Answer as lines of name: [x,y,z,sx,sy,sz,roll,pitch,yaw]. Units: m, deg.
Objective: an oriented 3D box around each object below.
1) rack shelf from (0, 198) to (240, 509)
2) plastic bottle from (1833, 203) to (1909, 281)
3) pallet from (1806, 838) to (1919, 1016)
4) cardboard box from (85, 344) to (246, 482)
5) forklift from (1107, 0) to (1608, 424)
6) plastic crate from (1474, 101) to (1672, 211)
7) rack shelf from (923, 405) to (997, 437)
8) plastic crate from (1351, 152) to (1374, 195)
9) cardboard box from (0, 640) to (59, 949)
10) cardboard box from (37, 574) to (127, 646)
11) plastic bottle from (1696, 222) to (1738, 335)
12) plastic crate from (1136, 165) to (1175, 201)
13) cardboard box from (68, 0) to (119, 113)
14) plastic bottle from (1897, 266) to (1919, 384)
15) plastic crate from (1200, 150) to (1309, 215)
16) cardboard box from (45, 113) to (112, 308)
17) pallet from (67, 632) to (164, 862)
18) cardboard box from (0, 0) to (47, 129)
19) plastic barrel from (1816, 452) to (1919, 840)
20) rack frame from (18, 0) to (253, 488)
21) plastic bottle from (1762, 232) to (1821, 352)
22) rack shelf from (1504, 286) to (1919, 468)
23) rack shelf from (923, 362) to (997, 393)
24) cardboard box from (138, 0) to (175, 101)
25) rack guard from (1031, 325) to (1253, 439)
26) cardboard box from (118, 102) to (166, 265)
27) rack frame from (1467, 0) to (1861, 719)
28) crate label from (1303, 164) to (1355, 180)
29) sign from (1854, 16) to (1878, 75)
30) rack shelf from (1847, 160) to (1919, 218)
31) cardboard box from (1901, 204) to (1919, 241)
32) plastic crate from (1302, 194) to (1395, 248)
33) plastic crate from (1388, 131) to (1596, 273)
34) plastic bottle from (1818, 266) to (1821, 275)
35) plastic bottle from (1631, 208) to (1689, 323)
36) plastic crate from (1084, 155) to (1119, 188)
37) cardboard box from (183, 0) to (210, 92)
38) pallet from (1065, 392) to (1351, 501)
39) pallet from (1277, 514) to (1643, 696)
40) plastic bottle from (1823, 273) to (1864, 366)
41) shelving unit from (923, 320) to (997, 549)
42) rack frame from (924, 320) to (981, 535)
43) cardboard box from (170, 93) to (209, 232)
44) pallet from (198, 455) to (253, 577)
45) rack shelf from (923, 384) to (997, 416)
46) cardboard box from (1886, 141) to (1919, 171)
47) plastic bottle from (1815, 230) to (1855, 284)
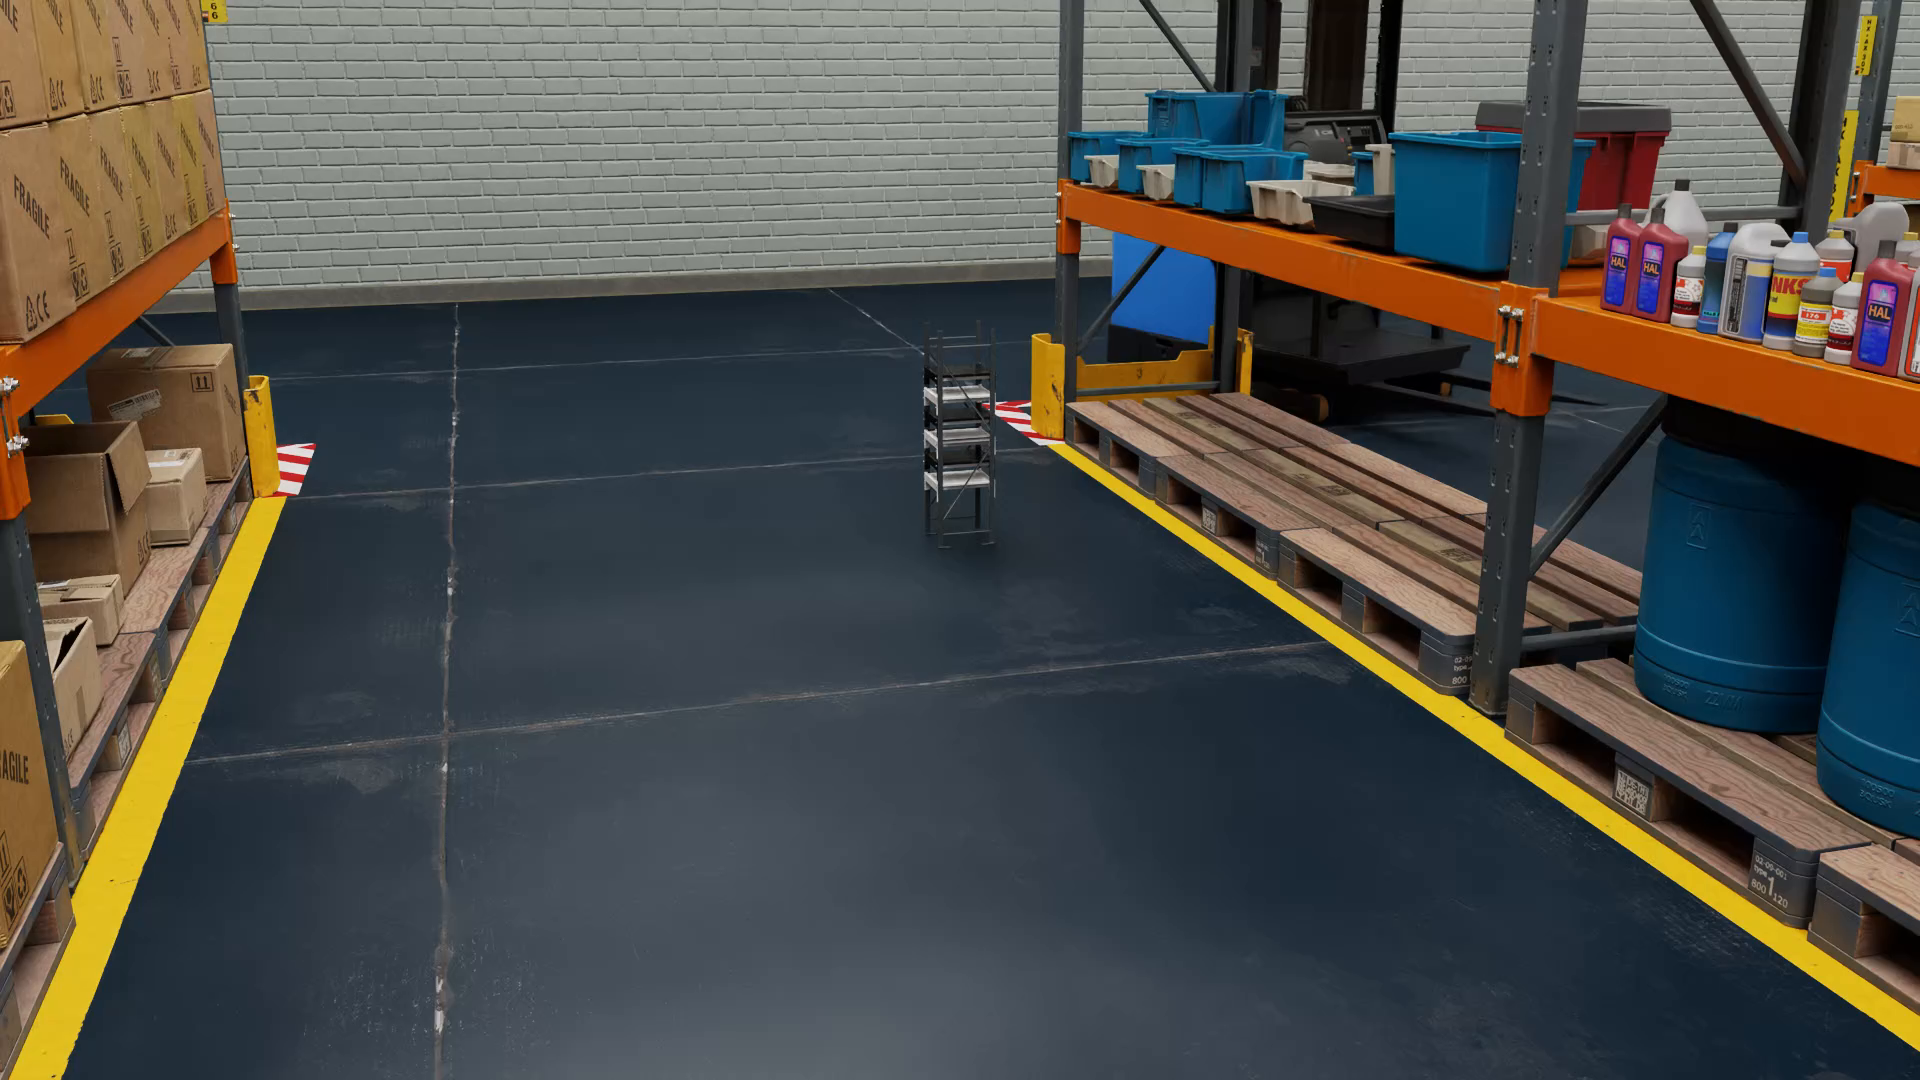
rack shelf: [-3.220,-0.760,5.518,1.077,0.370,4.000,-5,17,-15]
plastic bottle: [2.513,-0.799,4.613,0.152,0.276,0.135,-5,17,-15]
pallet: [2.604,0.949,3.427,1.003,0.211,1.213,-5,17,-15]
cardboard box: [-3.383,-0.540,7.117,0.500,0.500,0.500,-5,17,-15]
forklift: [2.177,-2.192,9.154,1.130,2.935,3.031,-11,20,-33]
plastic crate: [2.089,-1.268,5.744,0.402,0.464,0.583,-5,17,-15]
rack shelf: [-0.002,-0.488,6.814,0.258,0.077,0.200,-5,17,-15]
plastic crate: [1.805,-1.449,6.748,0.416,0.233,0.300,-5,17,-15]
cardboard box: [-2.259,0.549,3.490,0.500,0.500,0.500,-5,17,-16]
cardboard box: [-2.825,0.223,5.155,0.380,0.166,0.250,-5,17,-15]
plastic bottle: [1.897,-0.651,4.128,0.097,0.271,0.097,0,17,0]
plastic crate: [0.941,-1.573,7.330,0.250,0.136,0.298,-5,17,-15]
cardboard box: [-2.812,-1.515,4.871,0.500,0.500,0.500,-5,17,-17]
plastic bottle: [2.109,-0.468,3.512,0.152,0.276,0.135,-5,17,-15]
plastic crate: [1.190,-1.455,6.769,0.416,0.233,0.300,-5,17,-15]
cardboard box: [-2.692,-0.903,4.570,0.500,0.500,0.500,-4,17,-14]
pallet: [-2.858,0.594,4.607,1.003,0.211,1.213,-5,17,-15]
cardboard box: [-2.529,-1.231,3.923,0.500,0.500,0.500,-4,17,-14]
plastic barrel: [2.421,0.210,3.957,0.600,0.901,0.708,-5,17,-15]
rack frame: [-3.769,-1.658,7.256,1.000,3.000,0.127,-5,17,-15]
plastic bottle: [1.961,-0.587,3.914,0.097,0.271,0.097,0,17,0]
rack shelf: [2.643,-0.044,3.135,1.077,0.370,4.000,-5,17,-15]
rack shelf: [-0.002,-0.660,6.762,0.258,0.077,0.200,-5,17,-15]
cardboard box: [-3.096,-1.800,5.819,0.500,0.500,0.500,-4,17,-14]
rack guard: [0.975,-0.857,8.935,1.175,0.500,0.348,-5,17,-15]
cardboard box: [-2.968,-1.182,5.499,0.500,0.500,0.500,-5,17,-16]
rack frame: [2.094,-0.942,4.873,1.000,3.000,0.127,-5,17,-15]
crate label: [1.558,-1.583,7.362,0.396,0.136,0.243,-5,17,-15]
sign: [5.221,-2.850,9.584,0.100,0.325,0.005,-5,17,-15]
rack shelf: [6.306,-1.542,8.122,1.077,0.370,4.000,-5,17,-15]
cardboard box: [6.009,-1.453,9.537,0.875,0.875,0.875,-5,17,-15]
plastic crate: [1.528,-1.127,5.864,0.437,0.125,0.590,-5,17,-15]
plastic crate: [1.637,-1.065,5.207,0.392,0.384,0.575,-5,17,-15]
plastic bottle: [2.070,-0.602,4.088,0.097,0.201,0.097,0,17,0]
plastic bottle: [1.821,-0.714,4.317,0.061,0.283,0.133,-5,17,-15]
plastic crate: [0.754,-1.761,7.955,0.250,0.136,0.298,-5,17,-15]
cardboard box: [-3.383,-2.083,6.761,0.500,0.500,0.500,-5,17,-16]
pallet: [1.184,-0.482,8.188,1.003,0.211,1.213,-5,17,-15]
pallet: [1.854,0.193,5.941,1.003,0.211,1.213,-5,17,-15]
plastic bottle: [2.014,-0.499,3.745,0.097,0.201,0.097,0,17,0]
shelving unit: [-0.002,-0.433,6.830,0.258,0.900,0.210,-5,17,-15]
rack frame: [-0.030,-0.461,6.924,0.240,0.900,0.006,-5,17,-15]
cardboard box: [-3.239,-1.460,6.424,0.500,0.500,0.500,-5,17,-15]
pallet: [-3.529,-0.081,6.854,1.003,0.211,1.213,-5,17,-15]
rack shelf: [-0.002,-0.574,6.788,0.258,0.077,0.200,-5,17,-15]
cardboard box: [5.537,-2.195,9.483,0.380,0.149,0.250,-4,17,-15]
plastic bottle: [2.398,-0.748,4.574,0.097,0.201,0.097,0,17,0]
